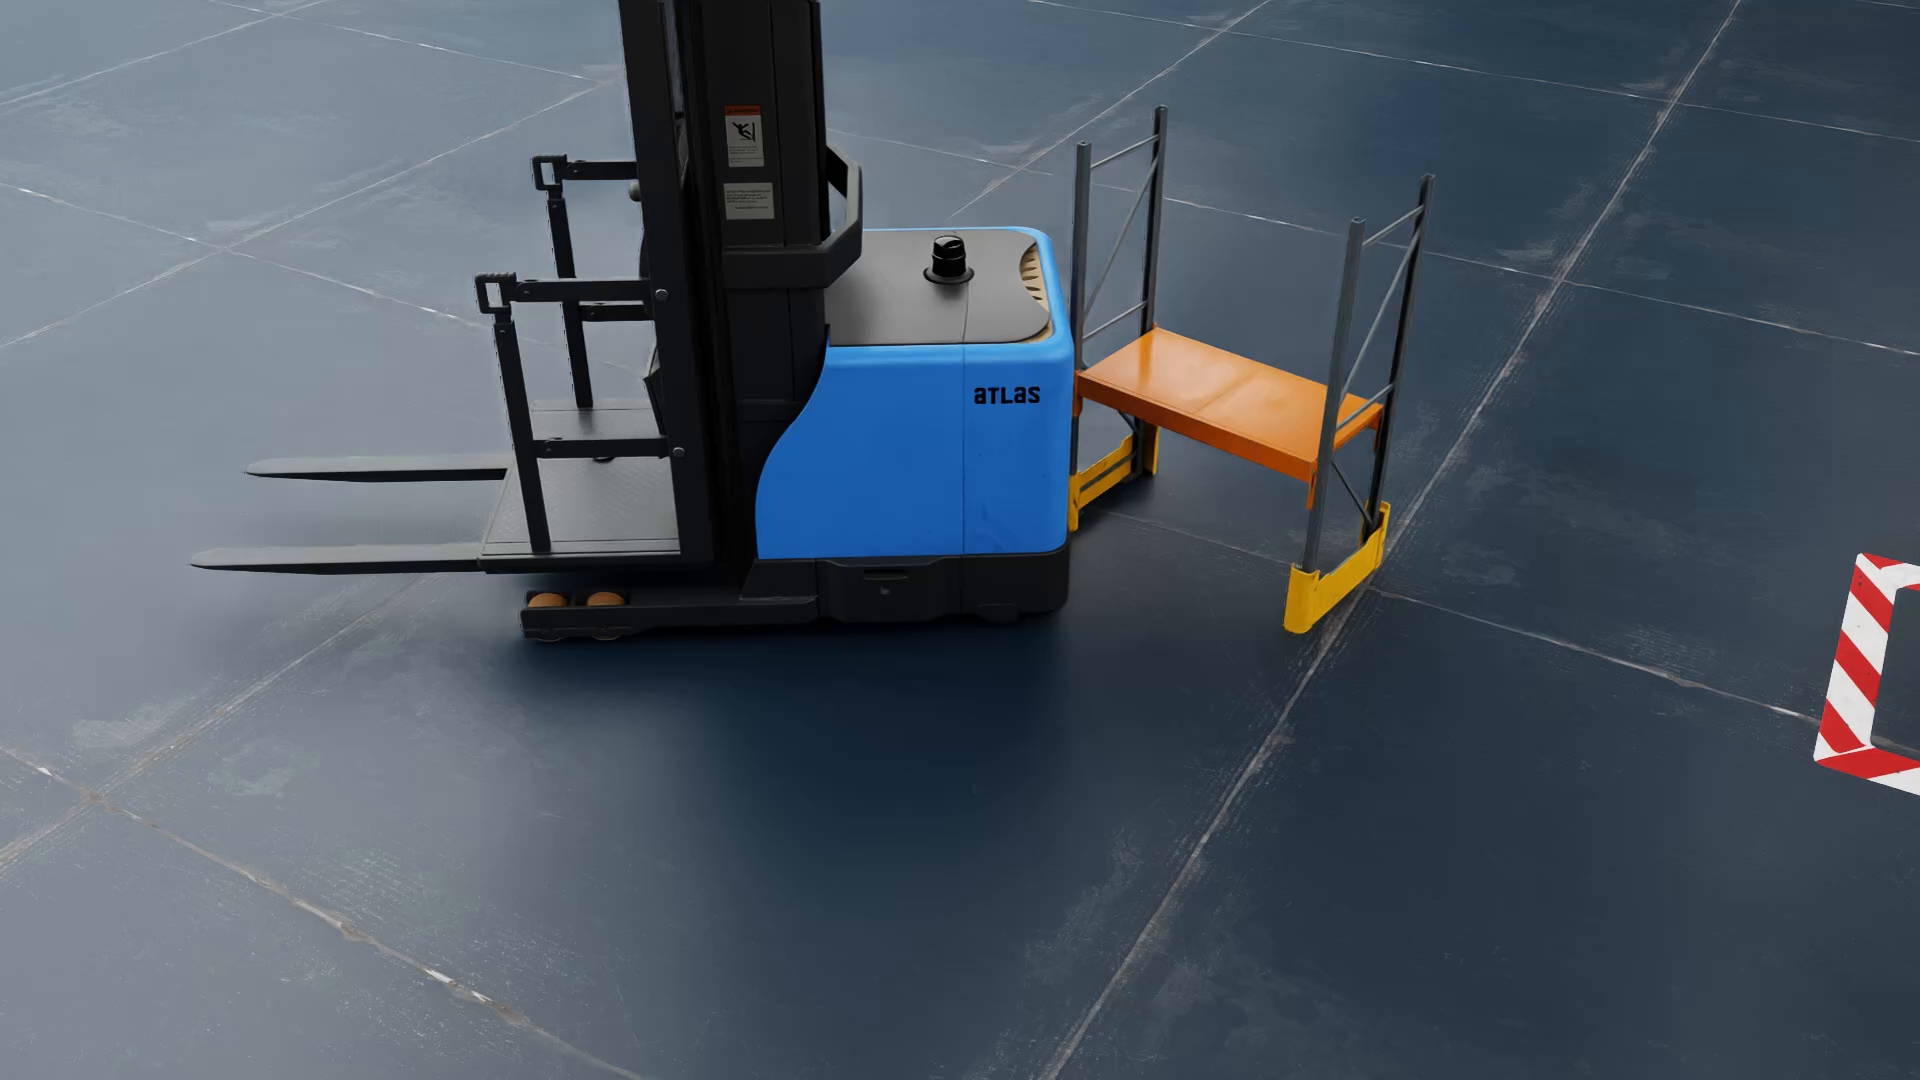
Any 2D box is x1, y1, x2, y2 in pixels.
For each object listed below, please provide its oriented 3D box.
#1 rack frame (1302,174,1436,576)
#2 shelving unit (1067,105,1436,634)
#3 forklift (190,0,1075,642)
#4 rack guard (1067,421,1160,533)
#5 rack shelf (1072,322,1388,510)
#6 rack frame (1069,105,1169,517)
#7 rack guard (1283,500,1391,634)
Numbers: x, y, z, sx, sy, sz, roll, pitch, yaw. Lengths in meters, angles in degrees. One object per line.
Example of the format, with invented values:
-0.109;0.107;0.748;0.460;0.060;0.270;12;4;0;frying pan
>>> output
1.340;-0.432;5.545;0.032;1.500;0.500;25;41;32;rack frame
0.957;-0.609;5.812;1.083;1.500;0.587;25;41;32;shelving unit
-1.152;-1.169;5.362;3.031;2.935;1.130;-1;34;-2;forklift
0.574;-0.266;6.424;0.087;0.250;0.587;25;41;32;rack guard
0.950;-0.463;5.916;1.000;0.185;0.538;25;41;32;rack shelf
0.560;-0.793;6.088;0.032;1.500;0.500;25;41;32;rack frame
1.339;0.088;5.892;0.087;0.250;0.587;25;41;32;rack guard
